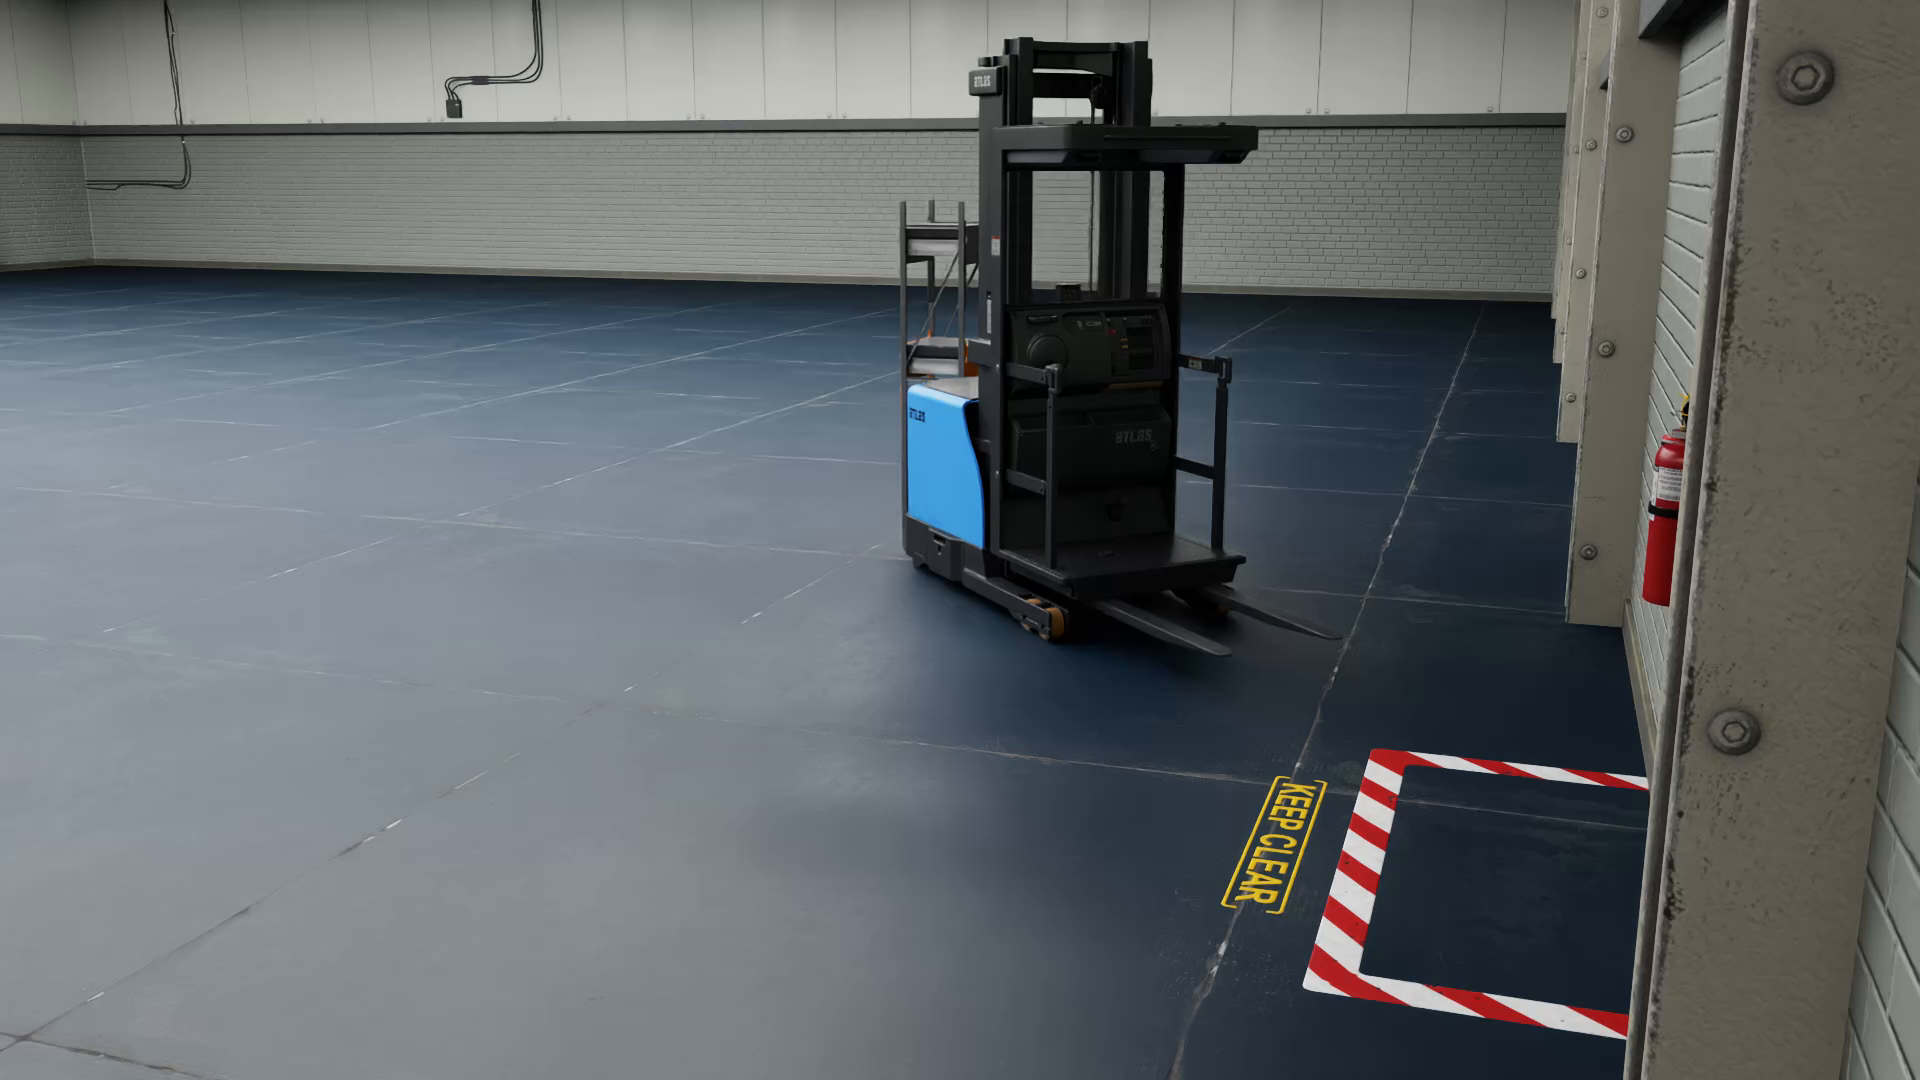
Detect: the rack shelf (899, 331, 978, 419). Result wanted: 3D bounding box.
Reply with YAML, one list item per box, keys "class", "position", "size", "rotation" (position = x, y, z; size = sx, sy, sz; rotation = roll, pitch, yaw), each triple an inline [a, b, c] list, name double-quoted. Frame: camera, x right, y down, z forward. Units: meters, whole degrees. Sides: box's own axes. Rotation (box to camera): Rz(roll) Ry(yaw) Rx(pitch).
- class: "rack shelf"
  position: [-0.083, -0.990, 10.166]
  size: [0.431, 0.518, 0.480]
  rotation: [4, 14, 19]

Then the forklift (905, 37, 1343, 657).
- class: "forklift"
  position: [0.779, -1.040, 8.457]
  size: [1.130, 2.935, 3.031]
  rotation: [-6, 14, -25]

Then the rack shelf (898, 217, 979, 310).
- class: "rack shelf"
  position: [-0.083, -1.672, 10.010]
  size: [0.431, 0.518, 0.480]
  rotation: [4, 14, 19]

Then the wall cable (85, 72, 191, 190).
- class: "wall cable"
  position: [-18.430, -9.059, 36.932]
  size: [3.097, 2.526, 0.112]
  rotation: [4, 14, 18]

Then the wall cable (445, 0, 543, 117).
- class: "wall cable"
  position: [-9.452, -11.544, 33.199]
  size: [2.305, 6.003, 0.169]
  rotation: [4, 14, 18]

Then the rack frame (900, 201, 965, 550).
- class: "rack frame"
  position: [-0.163, -0.952, 9.939]
  size: [0.400, 2.100, 0.015]
  rotation: [4, 14, 19]

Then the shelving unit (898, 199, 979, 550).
- class: "shelving unit"
  position: [-0.083, -1.003, 10.163]
  size: [0.431, 2.100, 0.503]
  rotation: [4, 14, 19]

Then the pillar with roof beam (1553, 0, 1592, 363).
- class: "pillar with roof beam"
  position: [3.156, -6.826, 20.172]
  size: [9.100, 9.000, 0.400]
  rotation: [4, 14, 18]

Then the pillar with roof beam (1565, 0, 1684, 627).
- class: "pillar with roof beam"
  position: [-0.726, -4.300, 9.103]
  size: [9.100, 9.000, 0.400]
  rotation: [4, 14, 18]

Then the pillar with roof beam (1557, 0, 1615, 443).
- class: "pillar with roof beam"
  position: [1.215, -5.563, 14.637]
  size: [9.100, 9.000, 0.400]
  rotation: [4, 14, 18]

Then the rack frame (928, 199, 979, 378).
- class: "rack frame"
  position: [-0.003, -1.054, 10.388]
  size: [0.400, 2.100, 0.015]
  rotation: [4, 14, 19]

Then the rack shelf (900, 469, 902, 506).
- class: "rack shelf"
  position: [-0.083, -0.307, 10.322]
  size: [0.431, 0.518, 0.480]
  rotation: [4, 14, 19]

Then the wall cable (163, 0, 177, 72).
- class: "wall cable"
  position: [-15.870, -11.326, 35.516]
  size: [3.097, 2.526, 0.112]
  rotation: [4, 14, 18]

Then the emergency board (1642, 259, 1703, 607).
- class: "emergency board"
  position: [2.241, -0.319, 5.145]
  size: [0.194, 1.169, 0.643]
  rotation: [4, 14, 18]

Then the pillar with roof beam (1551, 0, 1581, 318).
- class: "pillar with roof beam"
  position: [5.098, -8.089, 25.707]
  size: [9.100, 9.000, 0.400]
  rotation: [4, 14, 18]
